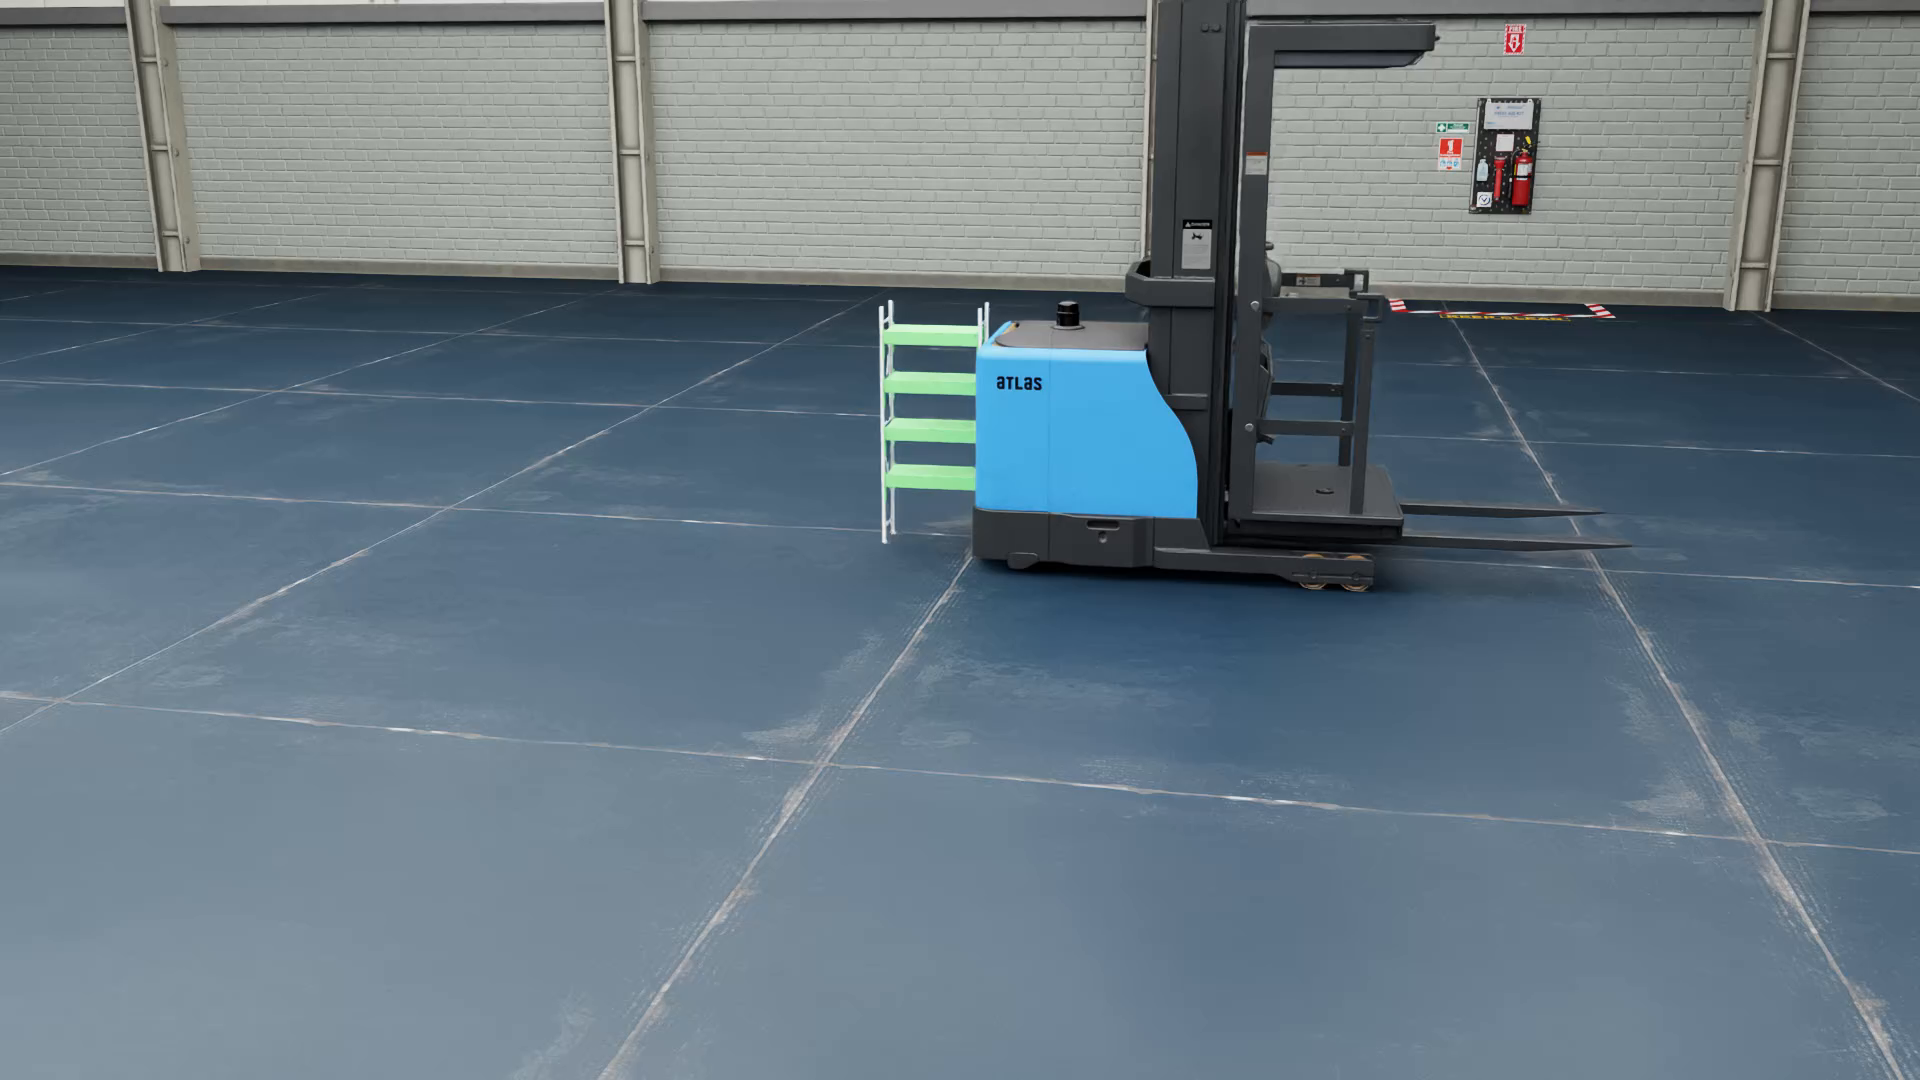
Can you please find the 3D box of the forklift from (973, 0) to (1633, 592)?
[{"bbox_3d":[1.625,-1.327,7.793,3.031,2.935,1.130,3,16,9],"label":"forklift"}]

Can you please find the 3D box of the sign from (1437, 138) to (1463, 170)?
[{"bbox_3d":[5.107,-4.021,17.322,0.234,0.329,0.001,3,16,11],"label":"sign"}]

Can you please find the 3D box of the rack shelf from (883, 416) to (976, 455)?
[{"bbox_3d":[-0.125,-0.519,8.357,0.480,0.148,0.258,3,16,9],"label":"rack shelf"}]

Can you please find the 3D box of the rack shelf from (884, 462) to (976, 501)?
[{"bbox_3d":[-0.125,-0.288,8.421,0.480,0.148,0.258,3,16,9],"label":"rack shelf"}]

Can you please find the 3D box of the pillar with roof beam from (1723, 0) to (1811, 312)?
[{"bbox_3d":[7.184,-5.571,11.747,0.400,9.000,9.100,3,16,11],"label":"pillar with roof beam"}]

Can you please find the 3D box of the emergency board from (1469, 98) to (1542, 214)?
[{"bbox_3d":[5.628,-3.947,17.124,0.643,1.169,0.194,3,16,11],"label":"emergency board"}]

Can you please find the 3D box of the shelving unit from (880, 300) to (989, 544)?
[{"bbox_3d":[-0.125,-0.581,8.340,0.503,1.200,0.258,3,16,9],"label":"shelving unit"}]

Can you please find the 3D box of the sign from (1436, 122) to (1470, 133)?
[{"bbox_3d":[5.109,-4.274,17.242,0.331,0.109,0.001,3,16,11],"label":"sign"}]

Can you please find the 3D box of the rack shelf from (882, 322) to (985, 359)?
[{"bbox_3d":[-0.125,-0.982,8.229,0.480,0.148,0.258,3,16,9],"label":"rack shelf"}]

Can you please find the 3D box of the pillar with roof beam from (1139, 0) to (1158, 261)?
[{"bbox_3d":[1.304,-5.890,12.899,0.400,9.000,9.100,3,16,11],"label":"pillar with roof beam"}]

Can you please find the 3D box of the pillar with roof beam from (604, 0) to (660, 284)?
[{"bbox_3d":[-4.575,-6.209,14.051,0.400,9.000,9.100,3,16,11],"label":"pillar with roof beam"}]

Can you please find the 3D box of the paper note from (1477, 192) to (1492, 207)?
[{"bbox_3d":[5.468,-3.550,17.340,0.142,0.148,0.016,3,16,11],"label":"paper note"}]

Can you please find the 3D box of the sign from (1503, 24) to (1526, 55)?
[{"bbox_3d":[5.640,-5.091,16.910,0.199,0.298,0.001,3,16,11],"label":"sign"}]

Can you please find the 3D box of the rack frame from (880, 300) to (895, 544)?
[{"bbox_3d":[-0.366,-0.591,8.379,0.015,1.200,0.240,3,16,9],"label":"rack frame"}]

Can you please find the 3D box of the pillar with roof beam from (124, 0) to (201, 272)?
[{"bbox_3d":[-10.455,-6.529,15.203,0.400,9.000,9.100,3,16,11],"label":"pillar with roof beam"}]

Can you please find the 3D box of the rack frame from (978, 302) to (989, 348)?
[{"bbox_3d":[0.116,-0.570,8.302,0.015,1.200,0.240,3,16,9],"label":"rack frame"}]

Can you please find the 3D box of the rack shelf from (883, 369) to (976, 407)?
[{"bbox_3d":[-0.125,-0.750,8.293,0.480,0.148,0.258,3,16,9],"label":"rack shelf"}]
